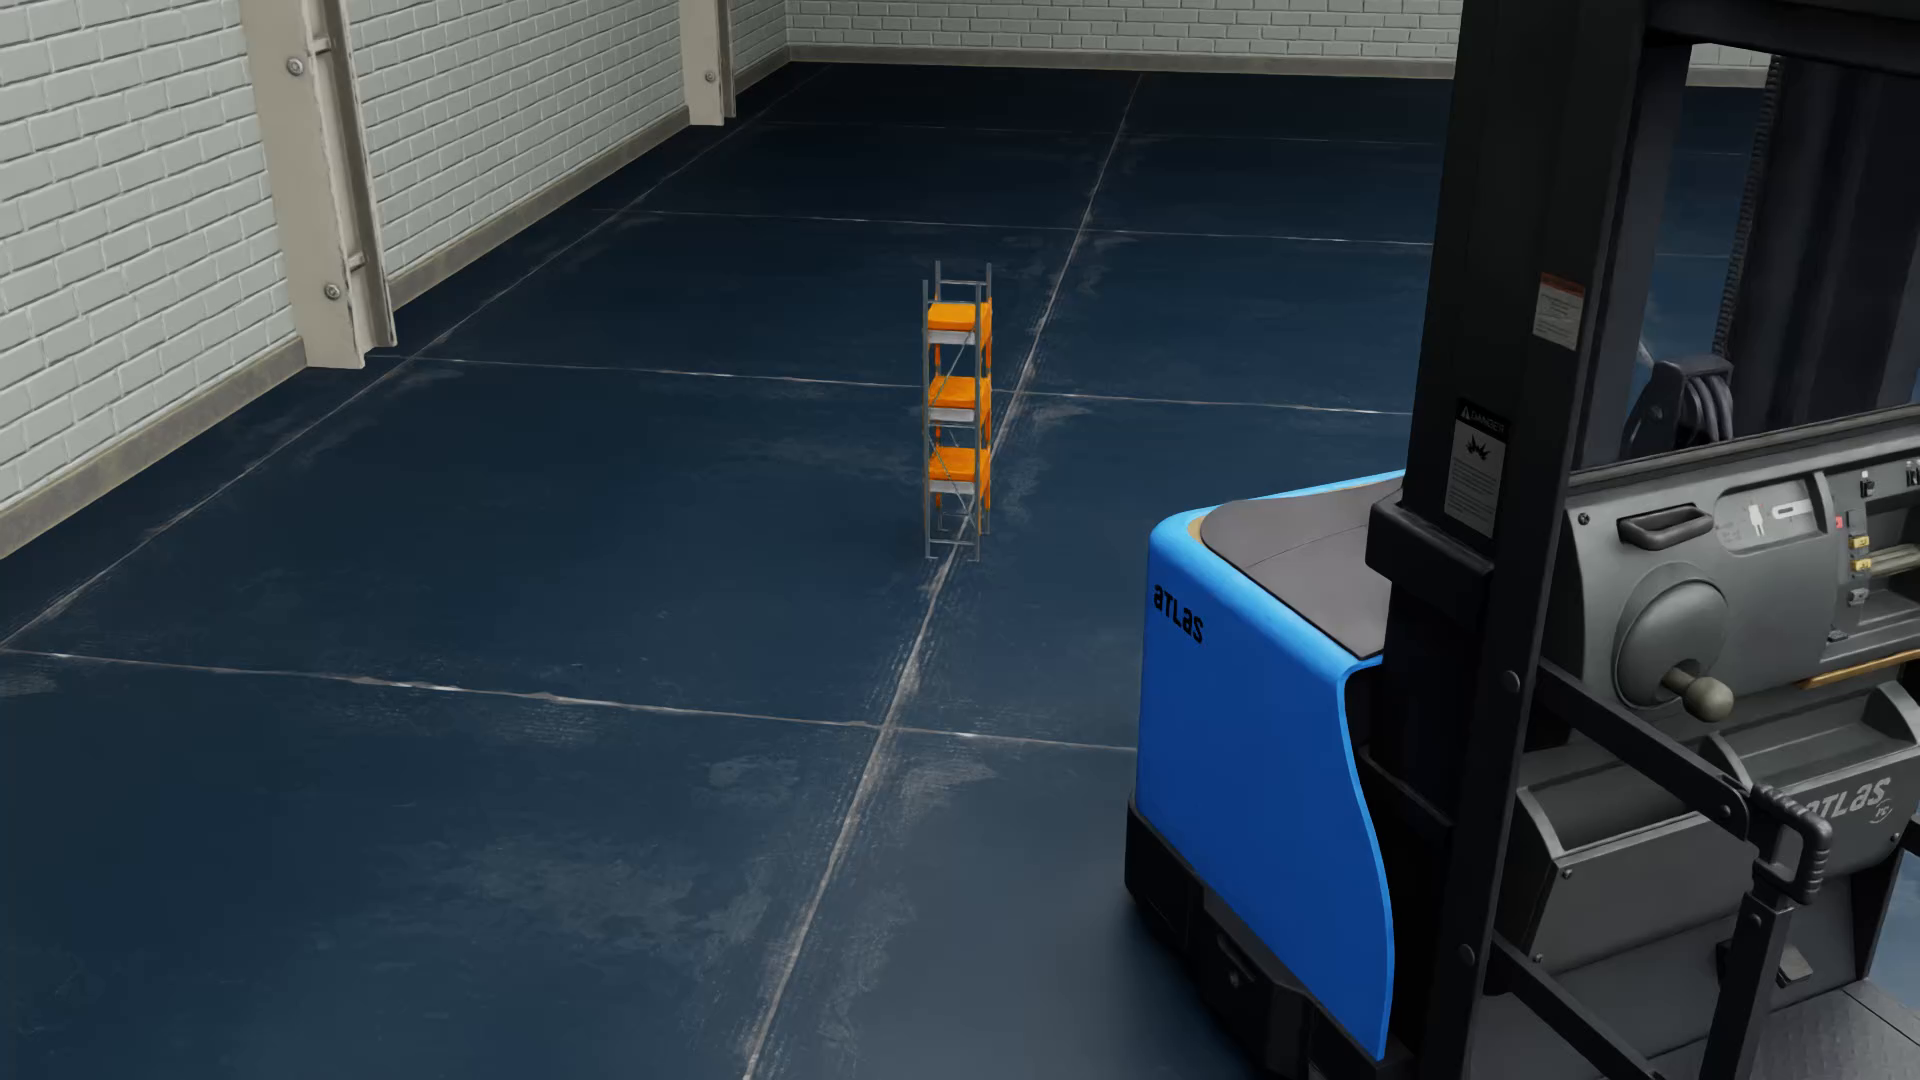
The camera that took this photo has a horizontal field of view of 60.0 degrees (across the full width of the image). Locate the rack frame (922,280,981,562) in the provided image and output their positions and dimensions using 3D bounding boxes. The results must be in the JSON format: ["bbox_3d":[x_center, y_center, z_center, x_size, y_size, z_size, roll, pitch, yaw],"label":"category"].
[{"bbox_3d":[-0.029,-0.402,5.871,0.200,1.050,0.008,4,25,9],"label":"rack frame"}]

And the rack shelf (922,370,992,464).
[{"bbox_3d":[-0.009,-0.444,5.984,0.215,0.259,0.240,4,25,9],"label":"rack shelf"}]

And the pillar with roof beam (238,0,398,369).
[{"bbox_3d":[1.238,-4.694,5.663,9.100,9.000,0.400,4,25,9],"label":"pillar with roof beam"}]

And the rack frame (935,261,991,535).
[{"bbox_3d":[0.011,-0.504,6.089,0.200,1.050,0.008,4,25,9],"label":"rack frame"}]

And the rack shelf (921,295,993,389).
[{"bbox_3d":[-0.009,-0.701,5.864,0.215,0.259,0.240,4,25,9],"label":"rack shelf"}]

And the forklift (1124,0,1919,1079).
[{"bbox_3d":[1.480,0.078,2.626,1.130,2.935,3.031,-11,27,-22],"label":"forklift"}]

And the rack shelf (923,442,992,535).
[{"bbox_3d":[-0.009,-0.192,6.102,0.215,0.259,0.240,4,25,9],"label":"rack shelf"}]

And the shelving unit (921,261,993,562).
[{"bbox_3d":[-0.009,-0.453,5.980,0.215,1.050,0.252,4,25,9],"label":"shelving unit"}]

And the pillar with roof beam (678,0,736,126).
[{"bbox_3d":[2.219,-7.203,11.024,9.100,9.000,0.400,4,25,9],"label":"pillar with roof beam"}]
